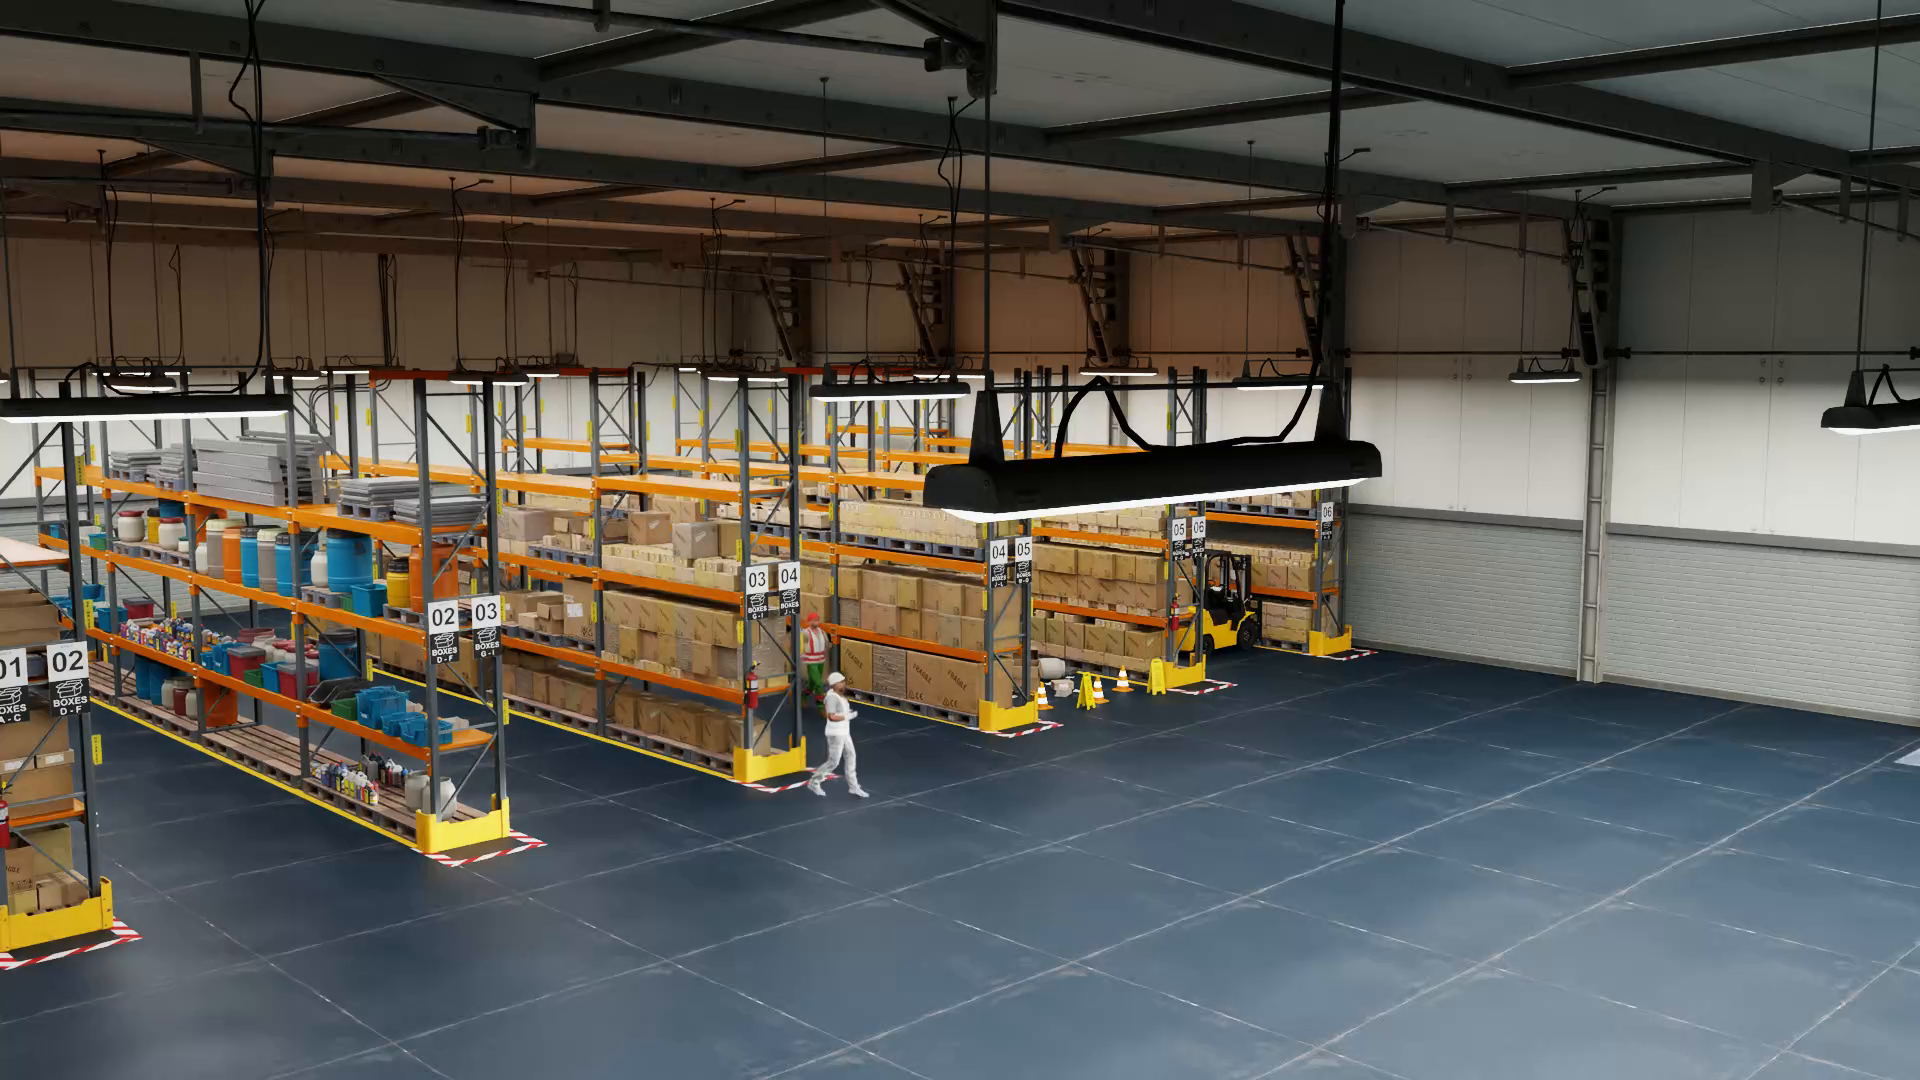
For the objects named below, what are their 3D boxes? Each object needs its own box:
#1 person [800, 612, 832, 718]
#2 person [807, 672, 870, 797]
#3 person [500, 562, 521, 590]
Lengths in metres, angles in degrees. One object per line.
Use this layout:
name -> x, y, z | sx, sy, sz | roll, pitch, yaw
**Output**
person -> -2.533, 2.146, 28.962 | 0.976, 1.787, 0.660 | 5, 8, 40
person -> -1.733, 2.777, 23.566 | 0.871, 1.812, 0.688 | 1, 6, 7
person -> -11.022, 0.852, 40.814 | 0.922, 1.751, 0.714 | 0, 6, -4
